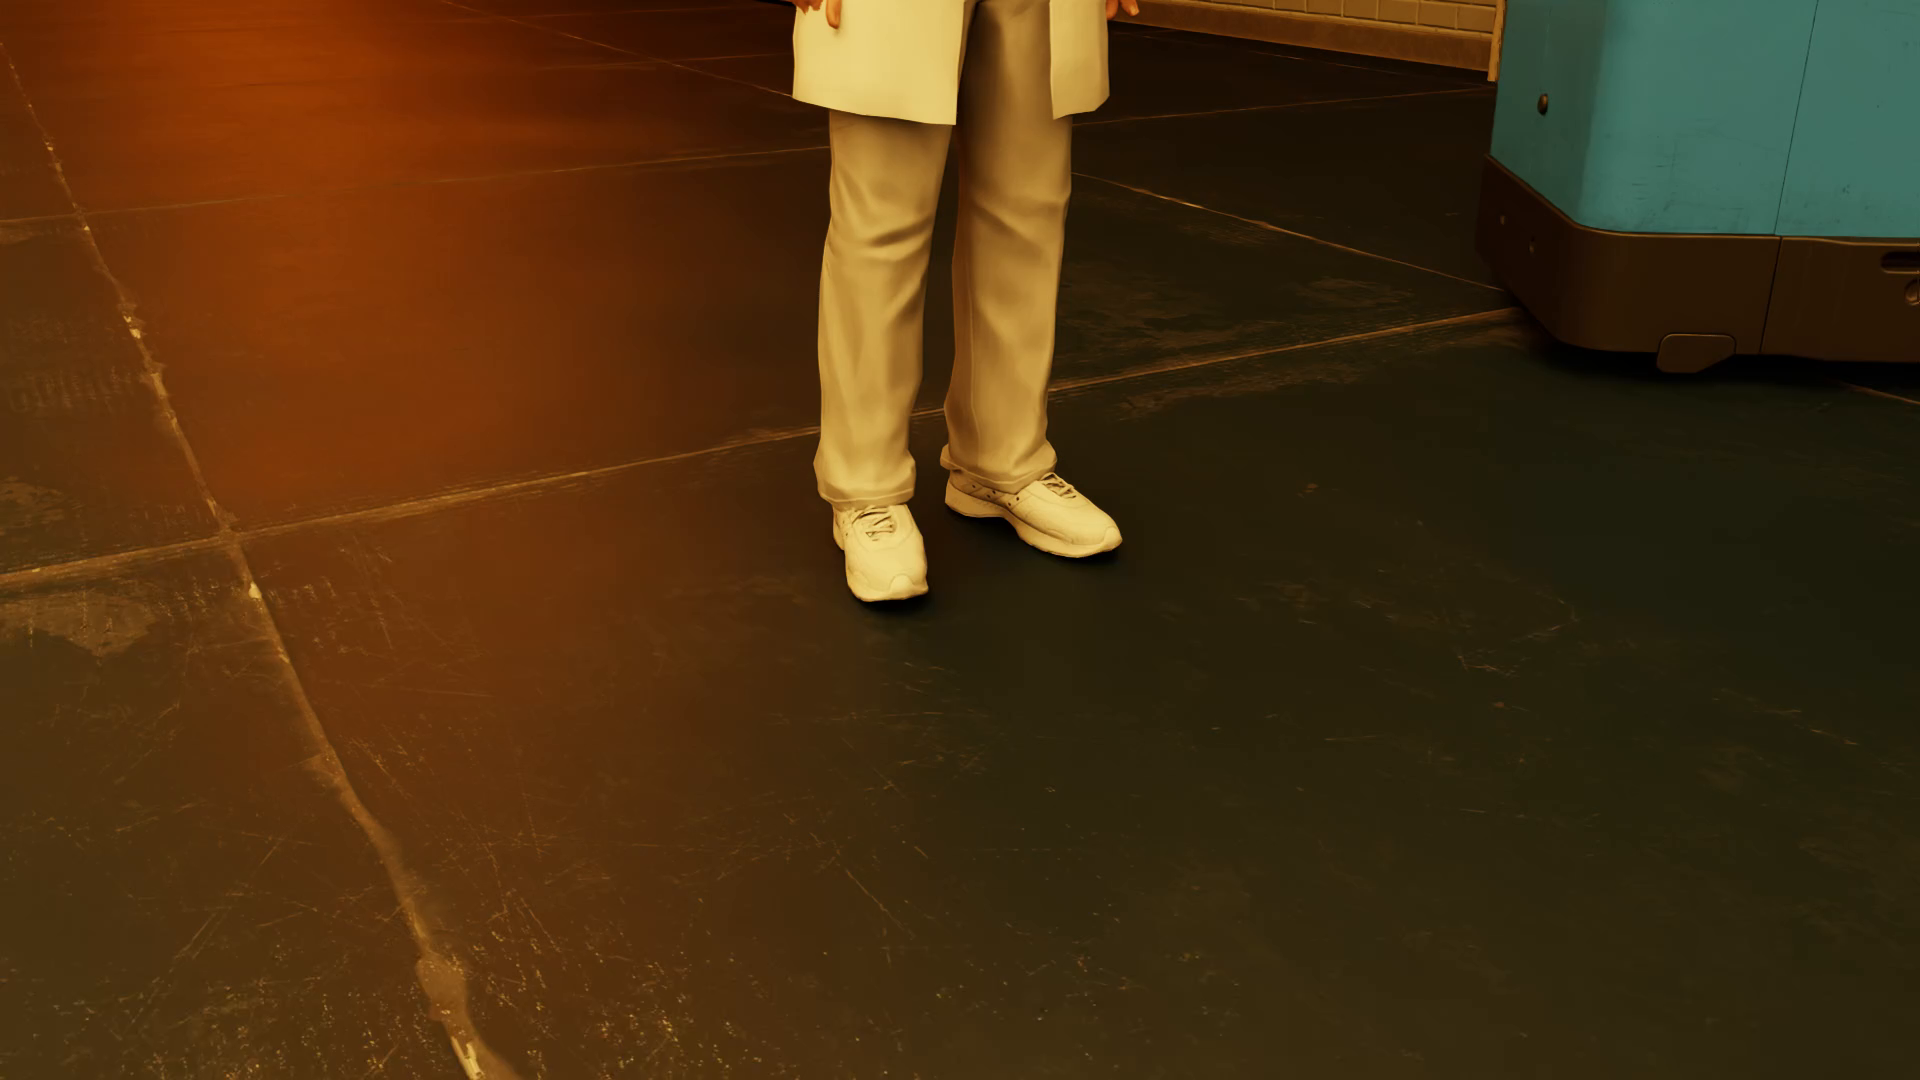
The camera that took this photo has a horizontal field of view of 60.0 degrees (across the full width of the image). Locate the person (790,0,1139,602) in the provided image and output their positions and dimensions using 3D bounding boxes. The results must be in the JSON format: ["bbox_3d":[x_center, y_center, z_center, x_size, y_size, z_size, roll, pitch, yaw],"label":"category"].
[{"bbox_3d":[0.019,-0.820,2.286,0.551,1.782,0.389,-12,25,-28],"label":"person"}]

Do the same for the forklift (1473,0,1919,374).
[{"bbox_3d":[2.786,-1.823,3.216,3.031,2.935,1.130,2,22,4],"label":"forklift"}]
